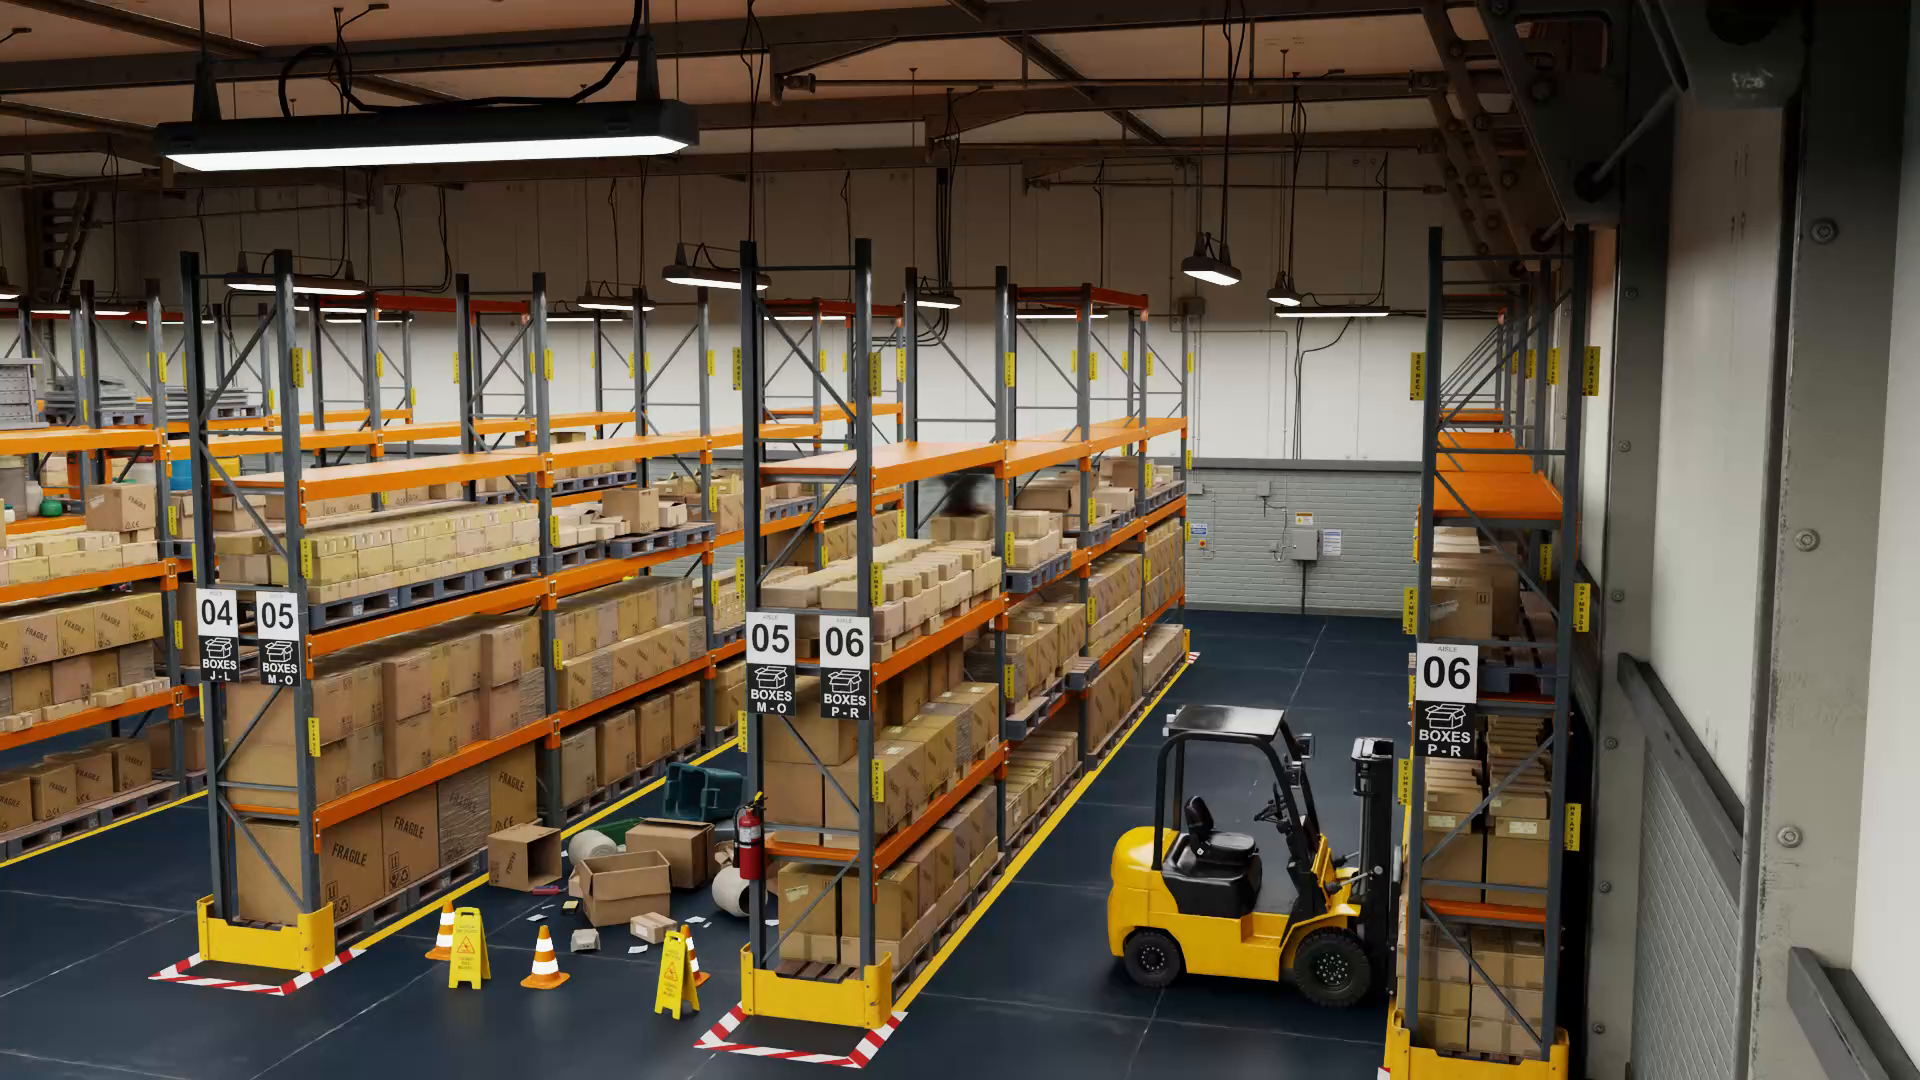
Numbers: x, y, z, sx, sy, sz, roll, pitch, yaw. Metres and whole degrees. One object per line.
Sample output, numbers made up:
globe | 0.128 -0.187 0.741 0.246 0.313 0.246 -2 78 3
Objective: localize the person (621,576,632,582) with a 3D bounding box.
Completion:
person | -5.179 1.421 25.833 0.543 1.724 1.028 1 7 12
